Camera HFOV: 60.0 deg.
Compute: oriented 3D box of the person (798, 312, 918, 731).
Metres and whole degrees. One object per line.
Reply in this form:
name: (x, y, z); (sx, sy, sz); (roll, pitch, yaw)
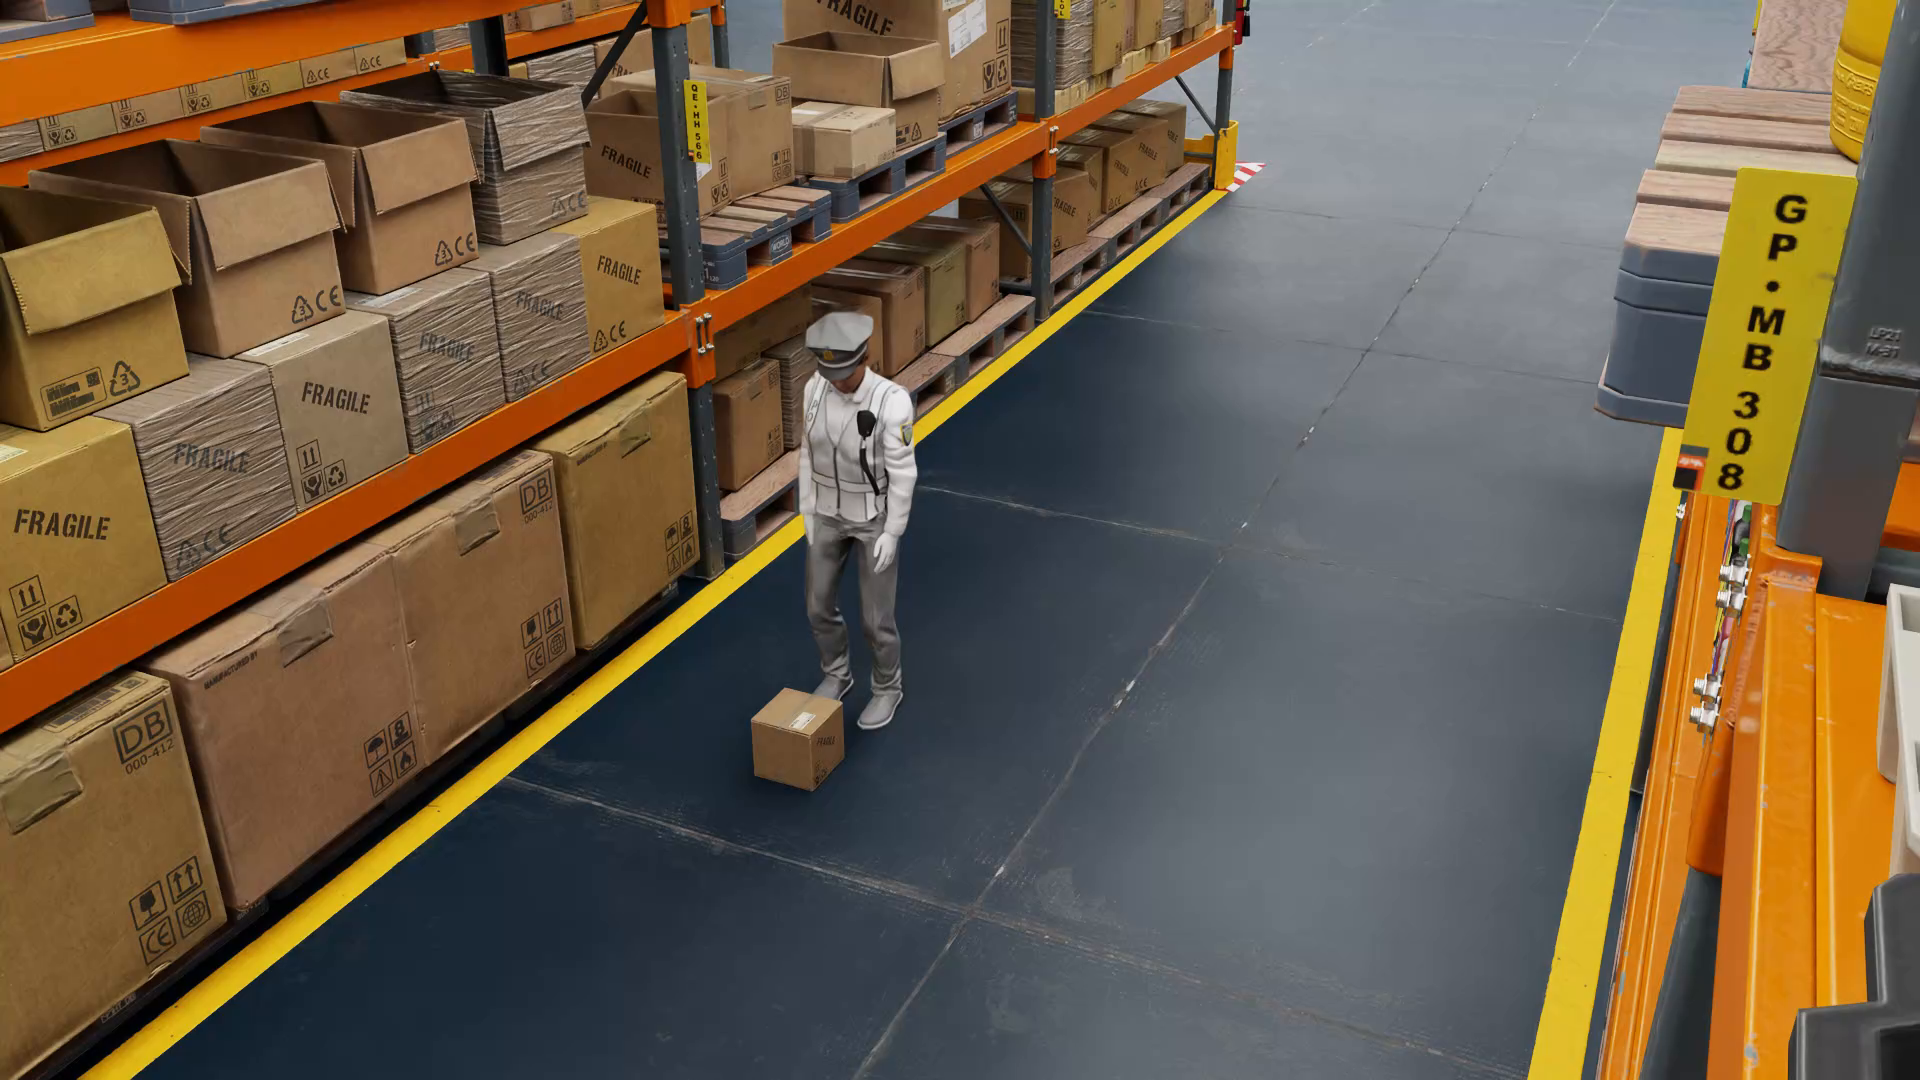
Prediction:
person: (-0.391, -0.061, 6.268); (0.488, 1.647, 0.396); (12, 29, 23)
